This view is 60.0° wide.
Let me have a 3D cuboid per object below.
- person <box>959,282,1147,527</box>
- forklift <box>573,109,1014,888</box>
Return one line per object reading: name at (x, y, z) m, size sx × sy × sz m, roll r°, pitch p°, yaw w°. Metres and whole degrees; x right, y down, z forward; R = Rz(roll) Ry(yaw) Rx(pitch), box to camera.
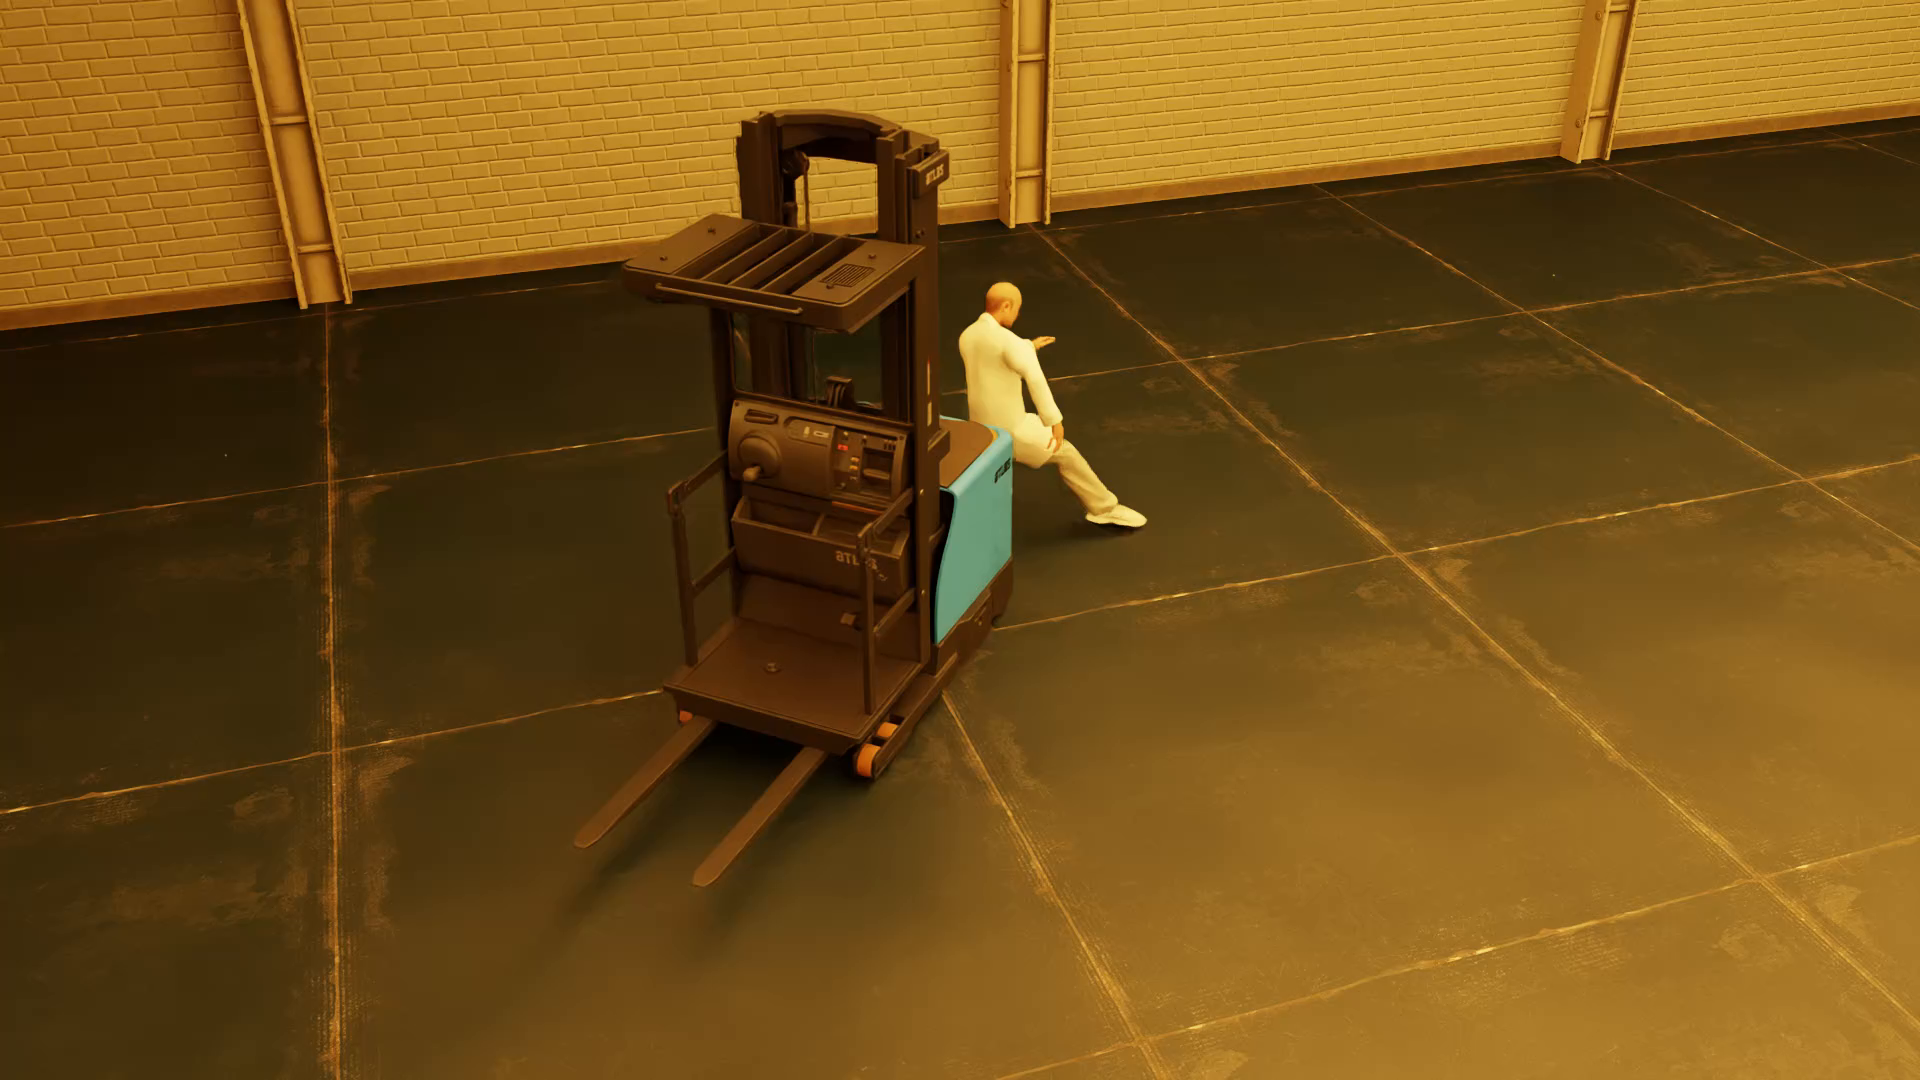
person at (0.506, -0.813, 9.872) m, size 1.003 × 1.524 × 1.058 m, roll -14°, pitch 33°, yaw -23°
forklift at (-0.767, -0.364, 7.720) m, size 1.130 × 2.935 × 3.031 m, roll 13°, pitch 32°, yaw 21°
